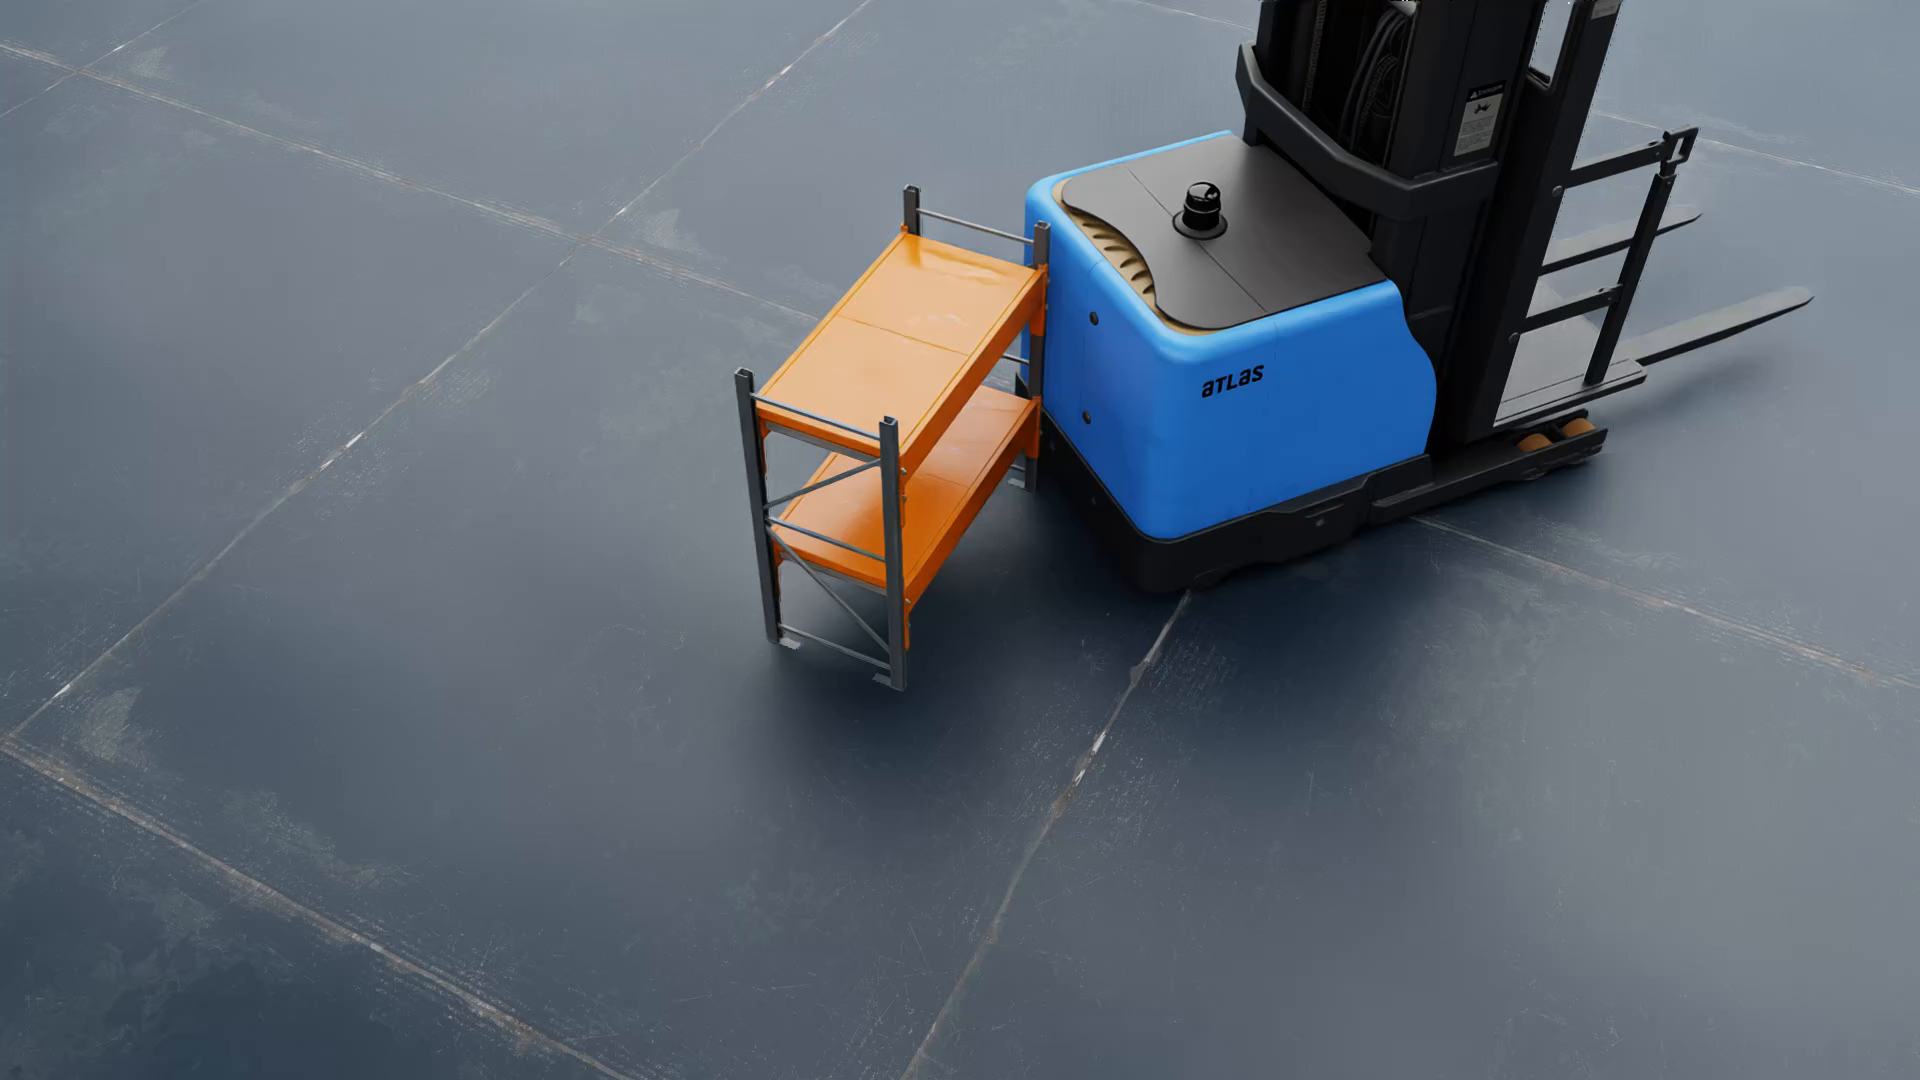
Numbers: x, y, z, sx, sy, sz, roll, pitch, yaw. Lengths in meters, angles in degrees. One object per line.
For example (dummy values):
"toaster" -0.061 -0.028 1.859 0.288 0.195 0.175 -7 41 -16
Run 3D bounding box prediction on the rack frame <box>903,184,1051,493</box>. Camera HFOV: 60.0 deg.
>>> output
"rack frame" 0.050 -0.649 5.601 0.500 1.125 0.032 19 48 18

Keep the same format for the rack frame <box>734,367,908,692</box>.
"rack frame" -0.398 0.000 4.959 0.500 1.125 0.032 19 48 18

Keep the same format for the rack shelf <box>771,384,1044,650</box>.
"rack shelf" -0.174 -0.153 5.454 0.538 0.278 1.000 19 48 18

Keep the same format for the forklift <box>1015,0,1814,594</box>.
"forklift" 1.758 -1.569 5.240 3.031 2.935 1.130 -18 48 -17

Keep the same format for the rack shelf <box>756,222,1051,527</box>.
"rack shelf" -0.174 -0.531 5.072 0.538 0.278 1.000 19 48 18

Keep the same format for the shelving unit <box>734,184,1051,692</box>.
"shelving unit" -0.174 -0.325 5.280 0.538 1.125 1.048 19 48 18
